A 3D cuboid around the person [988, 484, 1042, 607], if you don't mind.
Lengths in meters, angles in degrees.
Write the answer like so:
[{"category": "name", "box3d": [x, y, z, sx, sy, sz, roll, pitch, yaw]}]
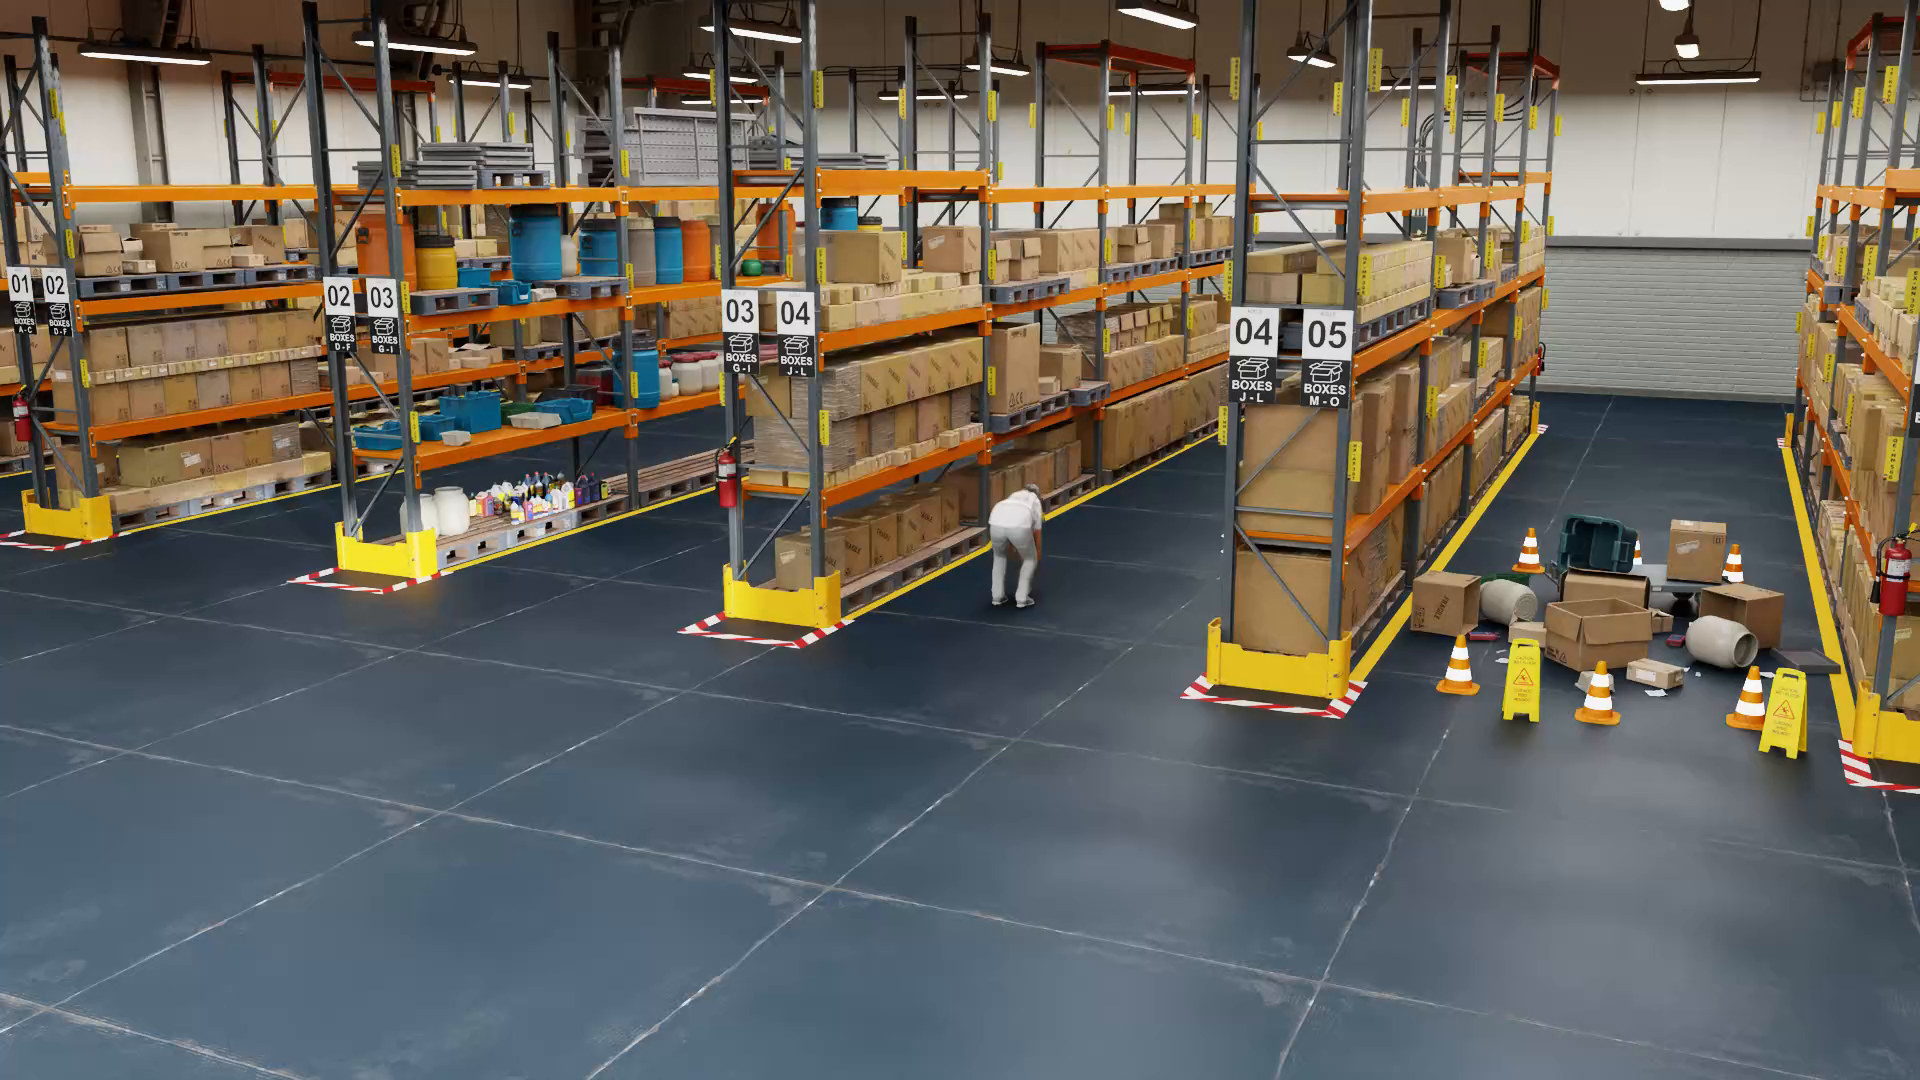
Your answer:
[{"category": "person", "box3d": [0.609, 0.054, 16.929, 0.466, 1.153, 0.935, 5, 13, 22]}]
